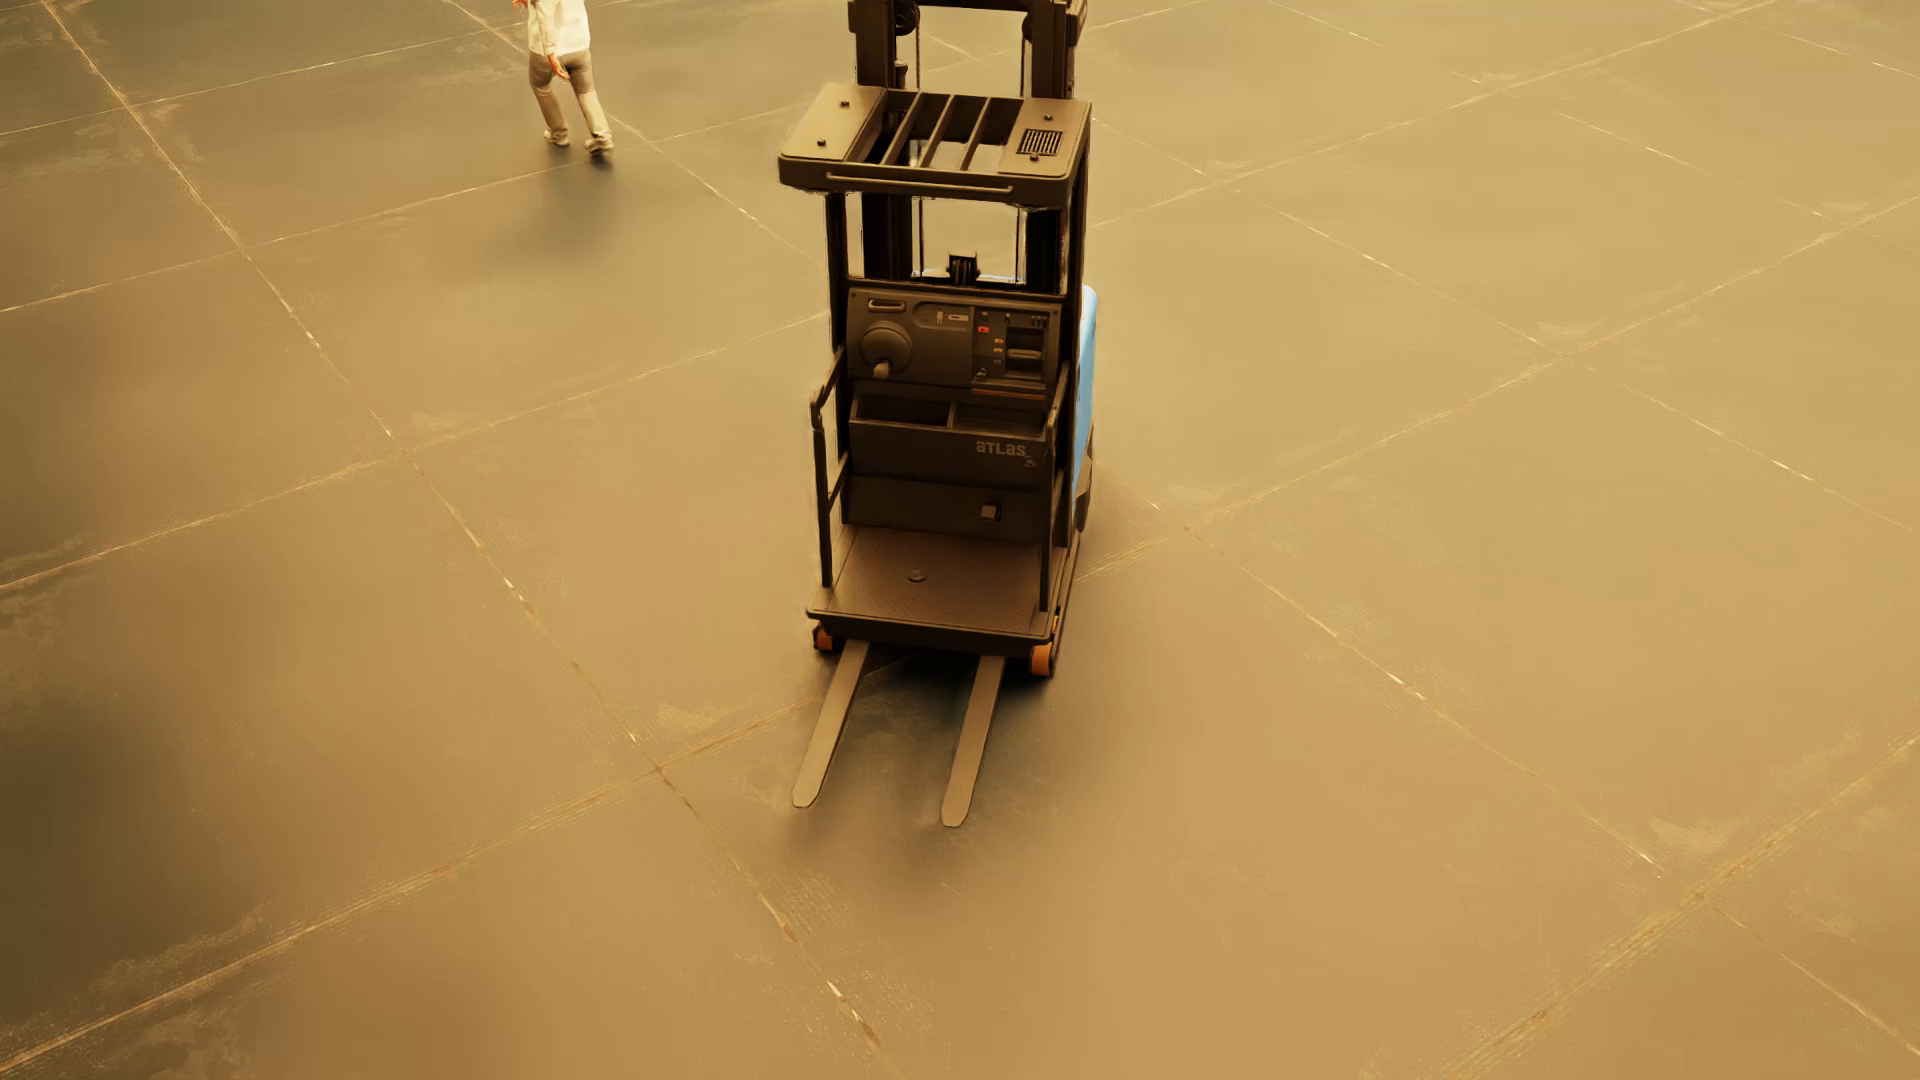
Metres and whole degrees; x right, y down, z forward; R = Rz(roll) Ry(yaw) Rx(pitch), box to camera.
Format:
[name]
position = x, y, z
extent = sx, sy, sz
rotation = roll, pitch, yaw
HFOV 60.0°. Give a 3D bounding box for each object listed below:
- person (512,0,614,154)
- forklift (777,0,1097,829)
[person]
position = -2.846, -3.536, 11.798
extent = 0.572, 1.687, 0.871
rotation = -28, 45, -32
[forklift]
position = -0.067, -0.793, 7.017
extent = 1.130, 2.935, 3.031
rotation = 6, 37, 8
